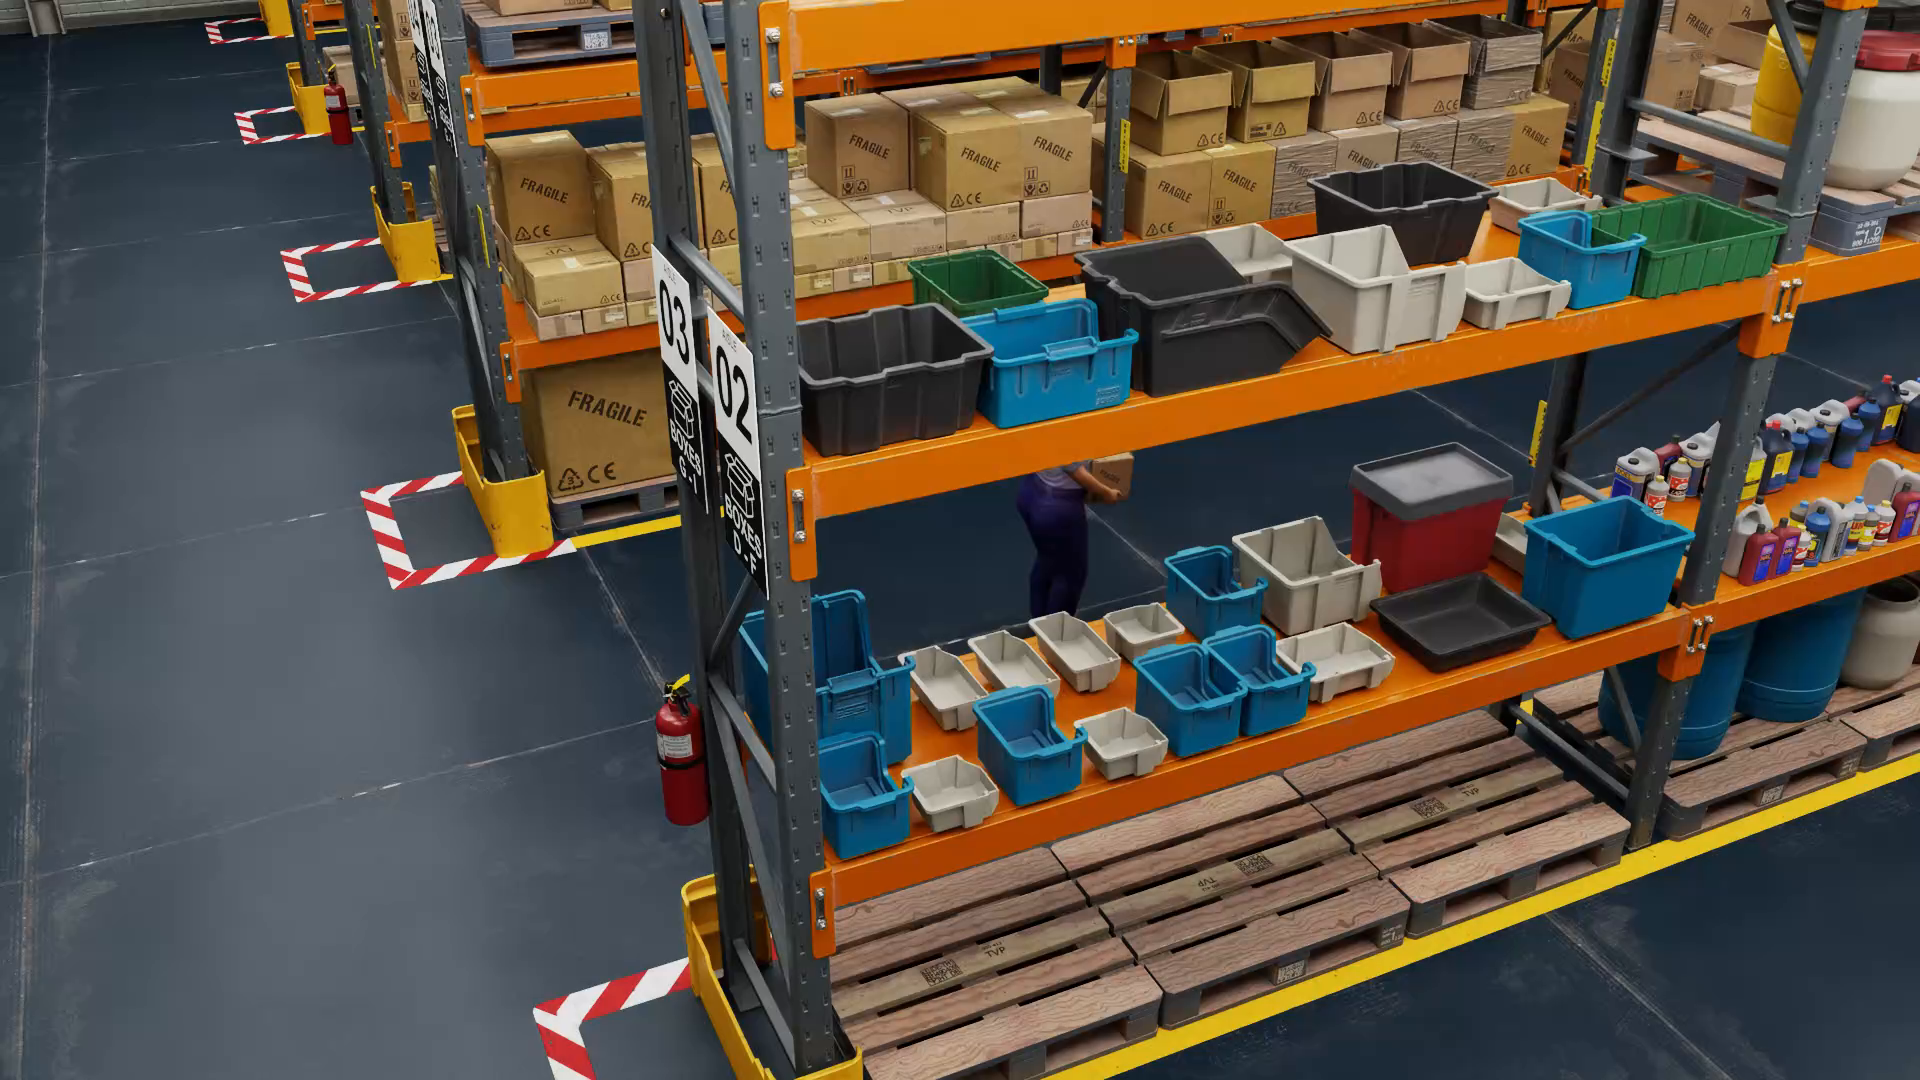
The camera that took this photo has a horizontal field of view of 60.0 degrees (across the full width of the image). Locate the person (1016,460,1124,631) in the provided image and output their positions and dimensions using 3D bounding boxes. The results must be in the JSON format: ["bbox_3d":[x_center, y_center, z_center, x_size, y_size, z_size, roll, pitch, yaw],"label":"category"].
[{"bbox_3d":[0.569,-0.189,8.796,0.512,1.641,0.455,-12,32,-20],"label":"person"}]
